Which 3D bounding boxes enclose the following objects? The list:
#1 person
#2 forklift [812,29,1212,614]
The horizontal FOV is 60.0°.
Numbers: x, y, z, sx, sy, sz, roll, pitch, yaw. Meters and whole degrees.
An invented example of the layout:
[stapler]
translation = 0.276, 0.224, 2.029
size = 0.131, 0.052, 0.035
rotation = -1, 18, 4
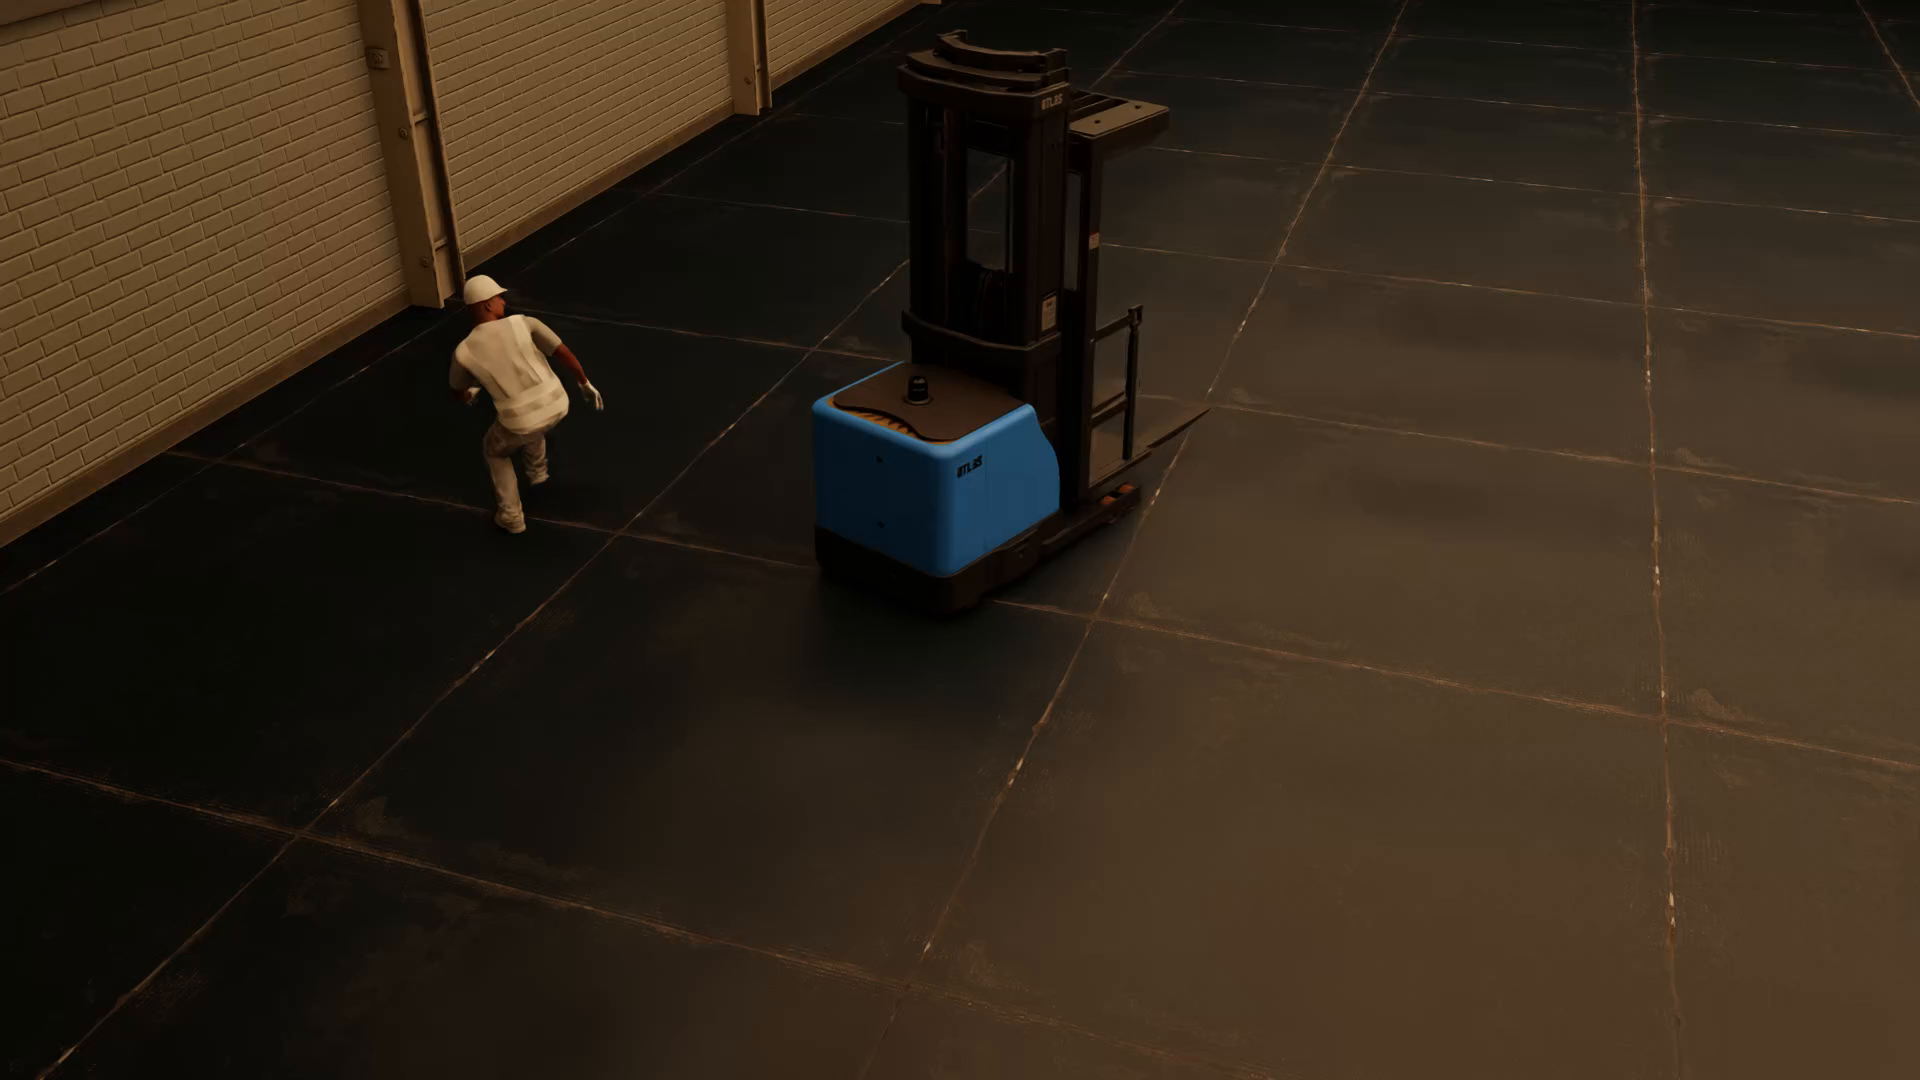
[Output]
[person]
translation = -2.665, -0.870, 10.084
size = 0.802, 1.557, 0.781
rotation = -16, 34, -26
[forklift]
translation = 0.483, -1.519, 9.802
size = 1.130, 2.935, 3.031
rotation = 22, 37, 34
